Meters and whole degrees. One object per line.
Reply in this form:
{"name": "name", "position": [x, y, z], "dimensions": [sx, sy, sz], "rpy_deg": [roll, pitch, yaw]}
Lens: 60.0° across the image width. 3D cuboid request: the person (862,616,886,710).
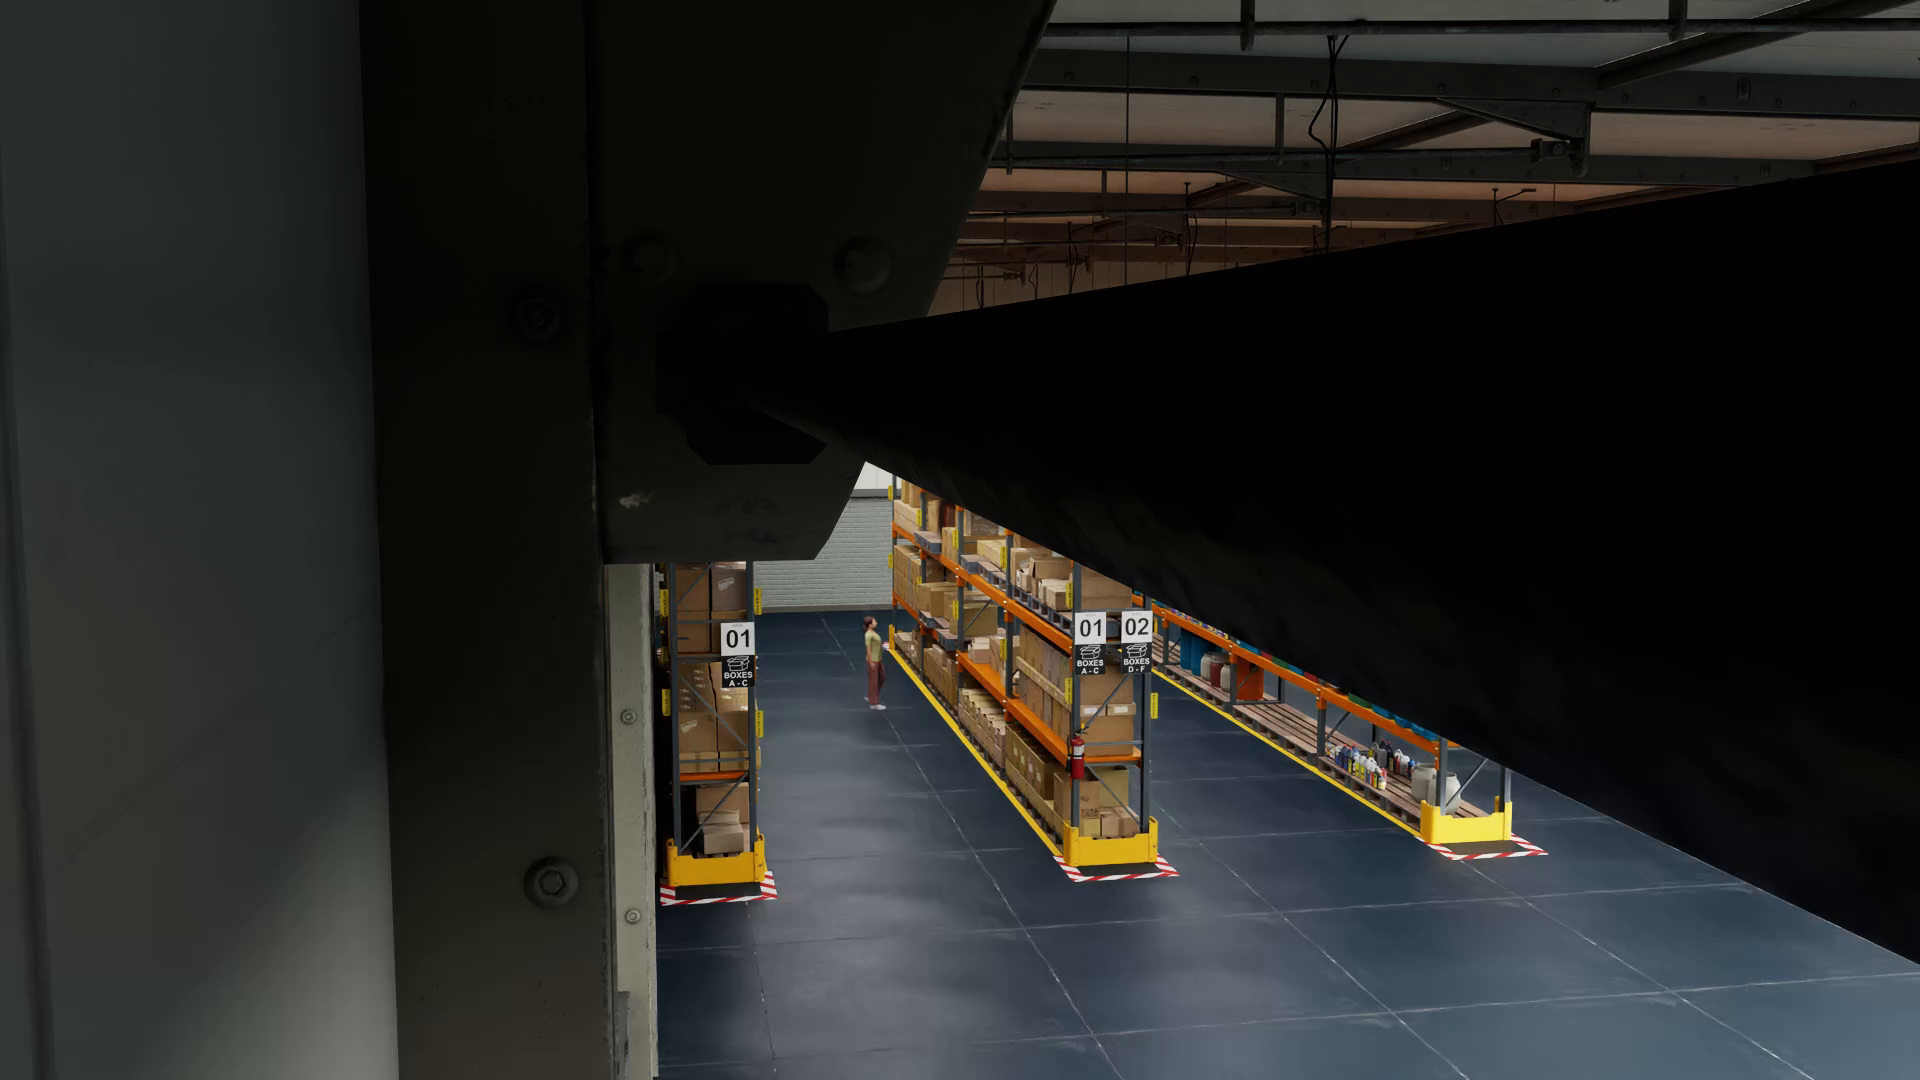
{"name": "person", "position": [-1.529, 2.176, 29.680], "dimensions": [0.490, 1.678, 0.513], "rpy_deg": [1, 6, 13]}
